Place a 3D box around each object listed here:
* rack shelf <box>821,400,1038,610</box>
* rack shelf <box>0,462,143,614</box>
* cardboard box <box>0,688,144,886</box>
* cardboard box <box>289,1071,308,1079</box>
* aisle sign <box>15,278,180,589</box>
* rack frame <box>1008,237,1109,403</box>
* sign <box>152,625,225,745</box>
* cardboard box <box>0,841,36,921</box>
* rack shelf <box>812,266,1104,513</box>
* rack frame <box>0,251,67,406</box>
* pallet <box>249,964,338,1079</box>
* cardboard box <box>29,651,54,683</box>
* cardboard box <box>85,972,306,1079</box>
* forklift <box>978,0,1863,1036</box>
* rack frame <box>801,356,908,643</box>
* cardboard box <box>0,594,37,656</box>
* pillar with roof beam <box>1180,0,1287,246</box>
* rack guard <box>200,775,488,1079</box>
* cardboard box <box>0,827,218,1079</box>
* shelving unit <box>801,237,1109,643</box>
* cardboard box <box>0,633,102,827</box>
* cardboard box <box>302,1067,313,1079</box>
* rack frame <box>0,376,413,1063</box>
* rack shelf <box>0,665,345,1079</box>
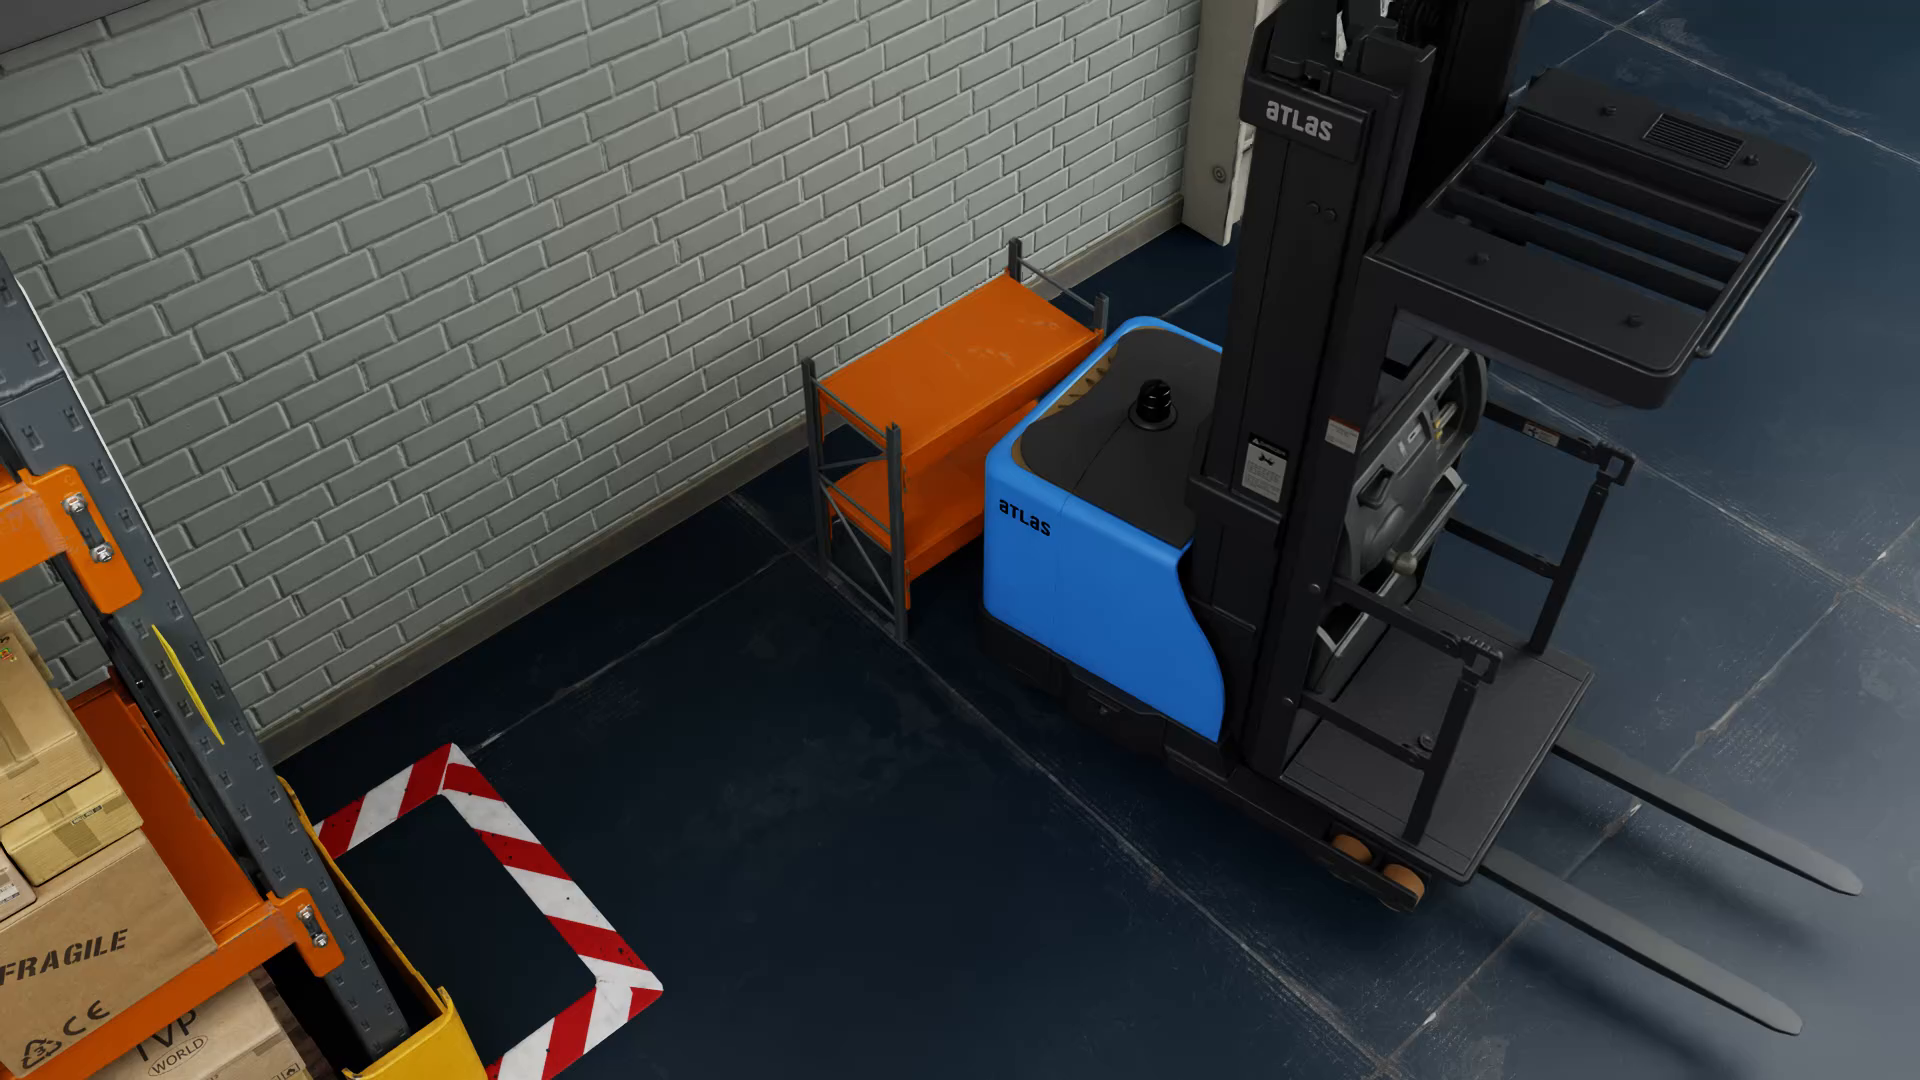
[{"bbox_3d":[-0.007,-0.213,6.567,1.000,0.278,0.538,-34,56,-27],"label":"rack shelf"},{"bbox_3d":[-3.471,0.696,2.569,4.000,0.370,1.077,-34,56,-27],"label":"rack shelf"},{"bbox_3d":[-2.059,0.550,3.745,0.250,0.149,0.380,-33,55,-27],"label":"cardboard box"},{"bbox_3d":[-2.141,1.512,4.613,0.500,0.250,0.500,-34,56,-28],"label":"cardboard box"},{"bbox_3d":[-1.745,-0.274,3.246,0.004,0.787,0.394,-34,56,-27],"label":"aisle sign"},{"bbox_3d":[0.366,-0.632,6.621,0.032,1.125,0.500,-34,56,-27],"label":"rack frame"},{"bbox_3d":[-1.637,0.309,3.528,0.005,0.325,0.100,-34,56,-27],"label":"sign"},{"bbox_3d":[-2.228,0.693,3.614,0.250,0.149,0.380,-33,55,-27],"label":"cardboard box"},{"bbox_3d":[-0.007,-0.578,6.172,1.000,0.278,0.538,-34,56,-27],"label":"rack shelf"},{"bbox_3d":[-1.991,-1.554,2.114,0.127,3.000,1.000,-34,56,-27],"label":"rack frame"},{"bbox_3d":[-2.529,1.827,4.974,1.213,0.211,1.003,-34,56,-27],"label":"pallet"},{"bbox_3d":[-2.417,0.253,4.019,0.250,0.149,0.380,-35,56,-28],"label":"cardboard box"},{"bbox_3d":[-2.122,1.329,4.441,0.500,0.250,0.500,-32,55,-26],"label":"cardboard box"},{"bbox_3d":[1.554,-0.184,4.978,3.031,2.935,1.130,29,54,24],"label":"forklift"},{"bbox_3d":[-0.381,-0.126,6.154,0.032,1.125,0.500,-34,56,-27],"label":"rack frame"},{"bbox_3d":[-2.384,0.176,3.888,0.250,0.149,0.380,-35,56,-28],"label":"cardboard box"},{"bbox_3d":[4.223,-2.325,2.826,0.400,9.000,9.100,-34,56,-27],"label":"pillar with roof beam"},{"bbox_3d":[-1.974,1.316,5.249,0.348,0.500,1.175,-34,56,-27],"label":"rack guard"},{"bbox_3d":[-2.179,0.833,3.926,0.500,0.500,0.500,-35,56,-28],"label":"cardboard box"},{"bbox_3d":[-0.007,-0.379,6.388,1.048,1.125,0.538,-34,56,-27],"label":"shelving unit"},{"bbox_3d":[-2.115,0.417,3.665,0.250,0.149,0.380,-34,56,-27],"label":"cardboard box"},{"bbox_3d":[-2.126,1.675,4.802,0.500,0.250,0.500,-33,56,-27],"label":"cardboard box"},{"bbox_3d":[-1.991,0.480,4.319,0.127,3.000,1.000,-34,56,-27],"label":"rack frame"},{"bbox_3d":[-3.471,1.713,3.671,4.000,0.370,1.077,-34,56,-27],"label":"rack shelf"}]
